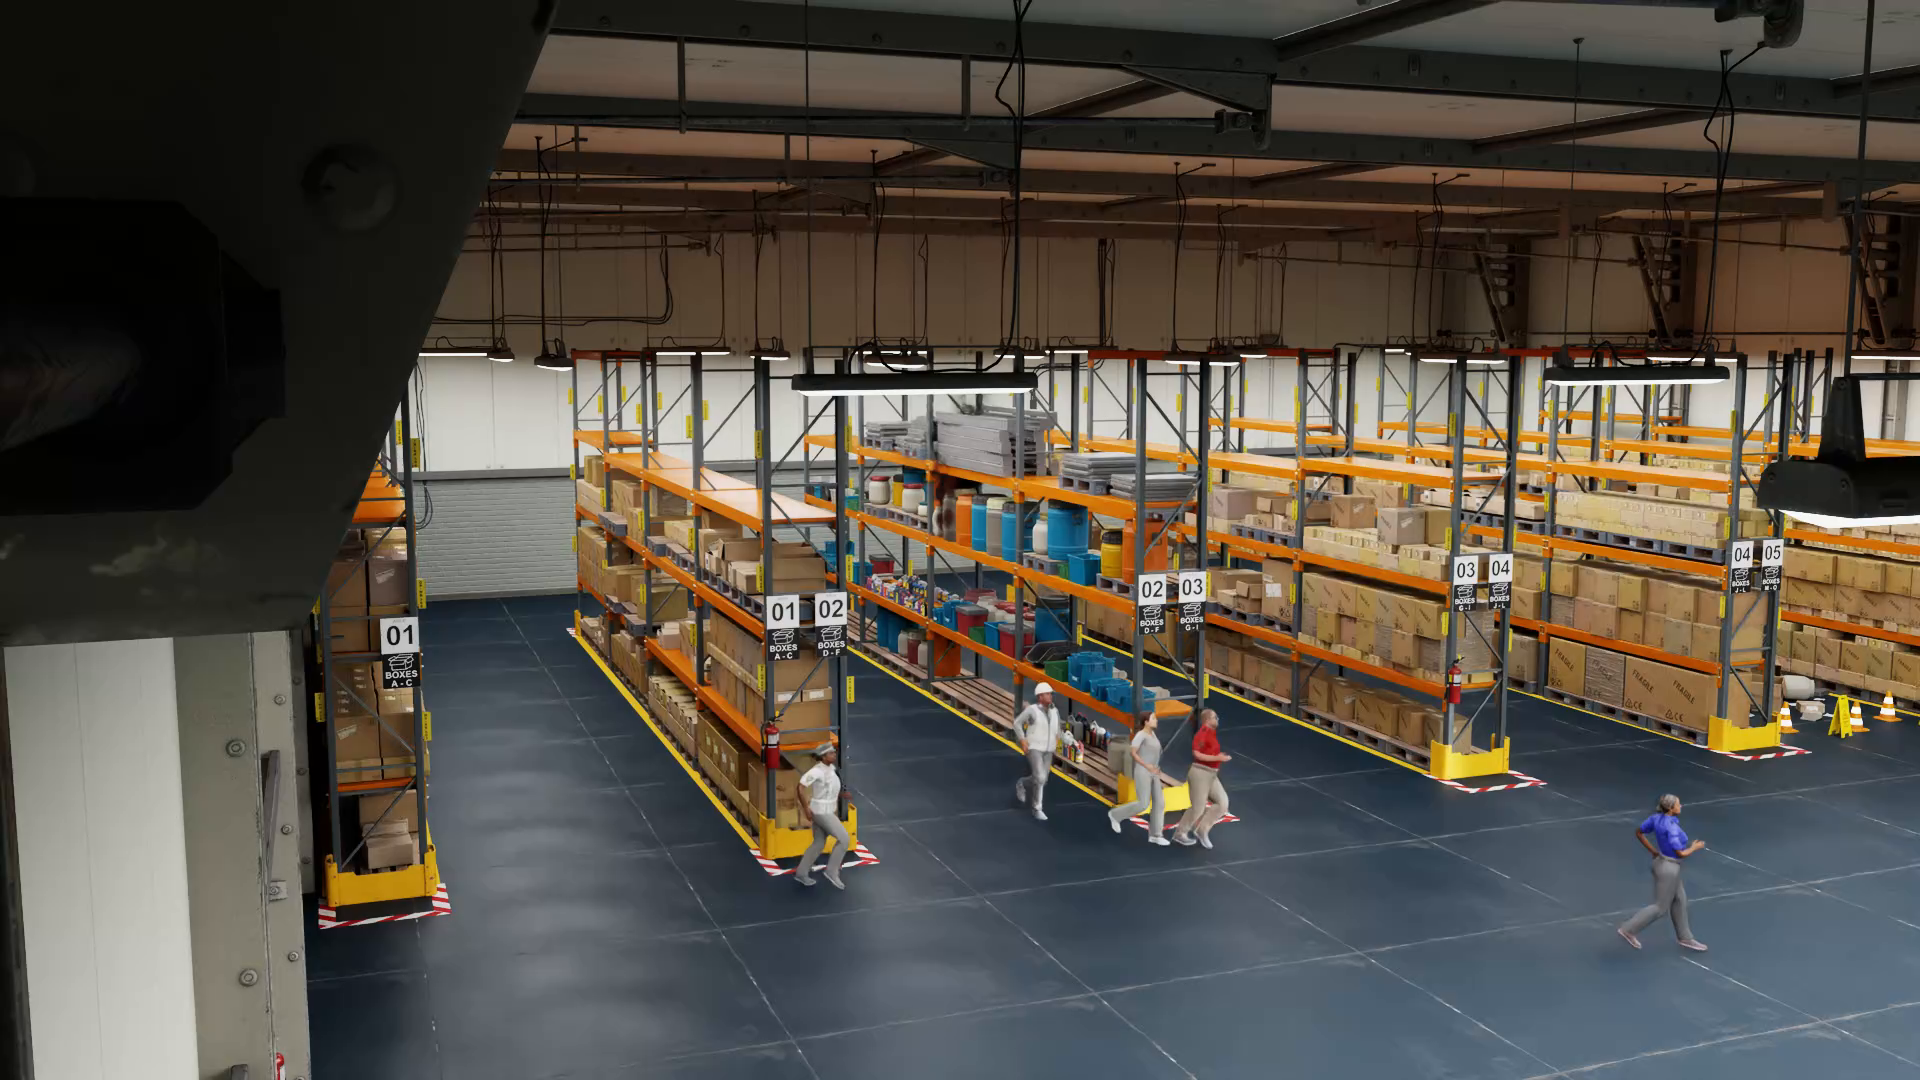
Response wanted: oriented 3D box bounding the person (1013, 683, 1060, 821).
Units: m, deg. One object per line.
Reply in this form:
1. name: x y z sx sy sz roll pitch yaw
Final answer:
1. person: 1.042 2.759 22.015 0.697 1.765 0.802 -5 9 -34

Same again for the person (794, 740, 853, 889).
1. person: -1.557 3.121 19.063 0.685 1.668 0.555 1 7 11

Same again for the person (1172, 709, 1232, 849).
1. person: 3.062 2.959 20.618 0.688 1.734 0.666 4 8 29

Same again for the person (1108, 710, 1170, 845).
1. person: 2.344 2.935 20.854 0.857 1.619 0.623 5 8 32

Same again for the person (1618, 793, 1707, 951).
1. person: 7.196 3.389 16.960 0.934 1.651 0.572 1 7 5
